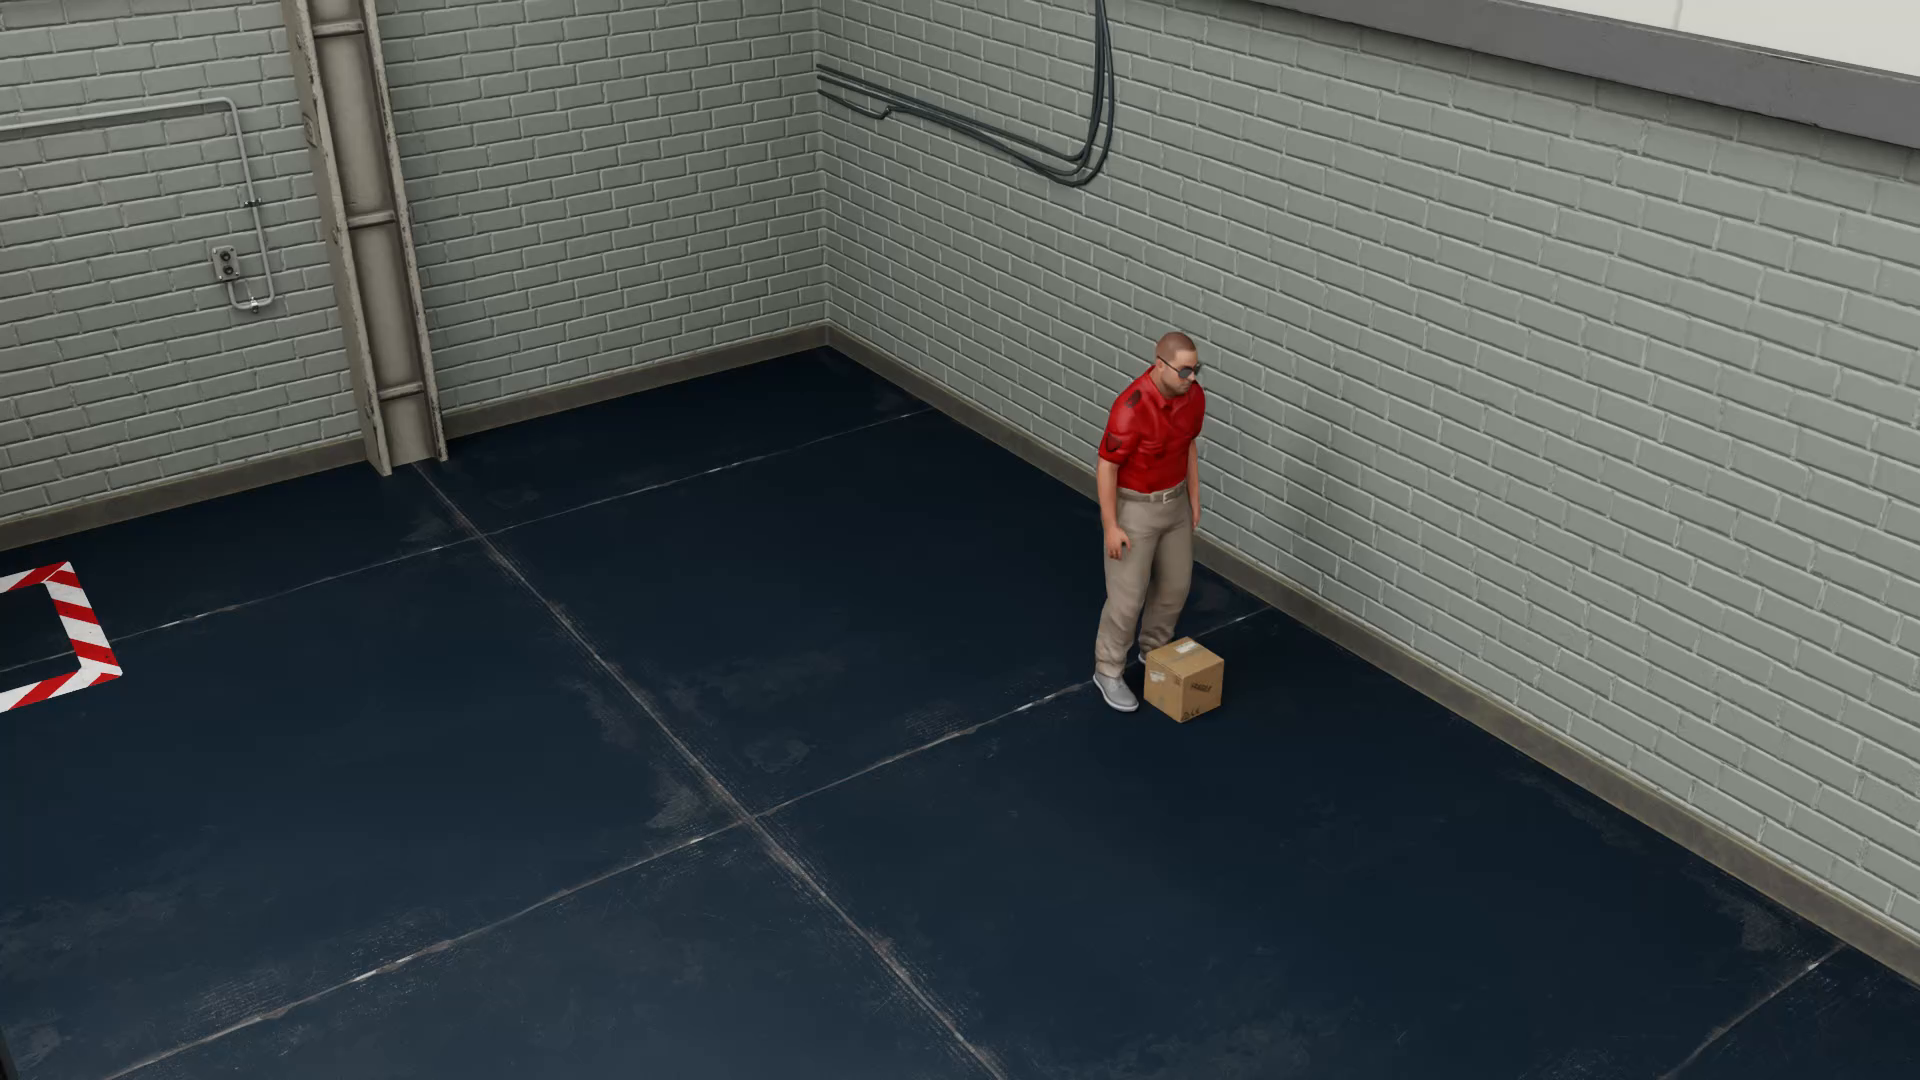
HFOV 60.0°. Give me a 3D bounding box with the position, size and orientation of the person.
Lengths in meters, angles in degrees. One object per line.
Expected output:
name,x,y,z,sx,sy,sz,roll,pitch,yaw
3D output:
person,0.850,-0.115,7.351,0.580,1.725,0.392,-20,34,-33
